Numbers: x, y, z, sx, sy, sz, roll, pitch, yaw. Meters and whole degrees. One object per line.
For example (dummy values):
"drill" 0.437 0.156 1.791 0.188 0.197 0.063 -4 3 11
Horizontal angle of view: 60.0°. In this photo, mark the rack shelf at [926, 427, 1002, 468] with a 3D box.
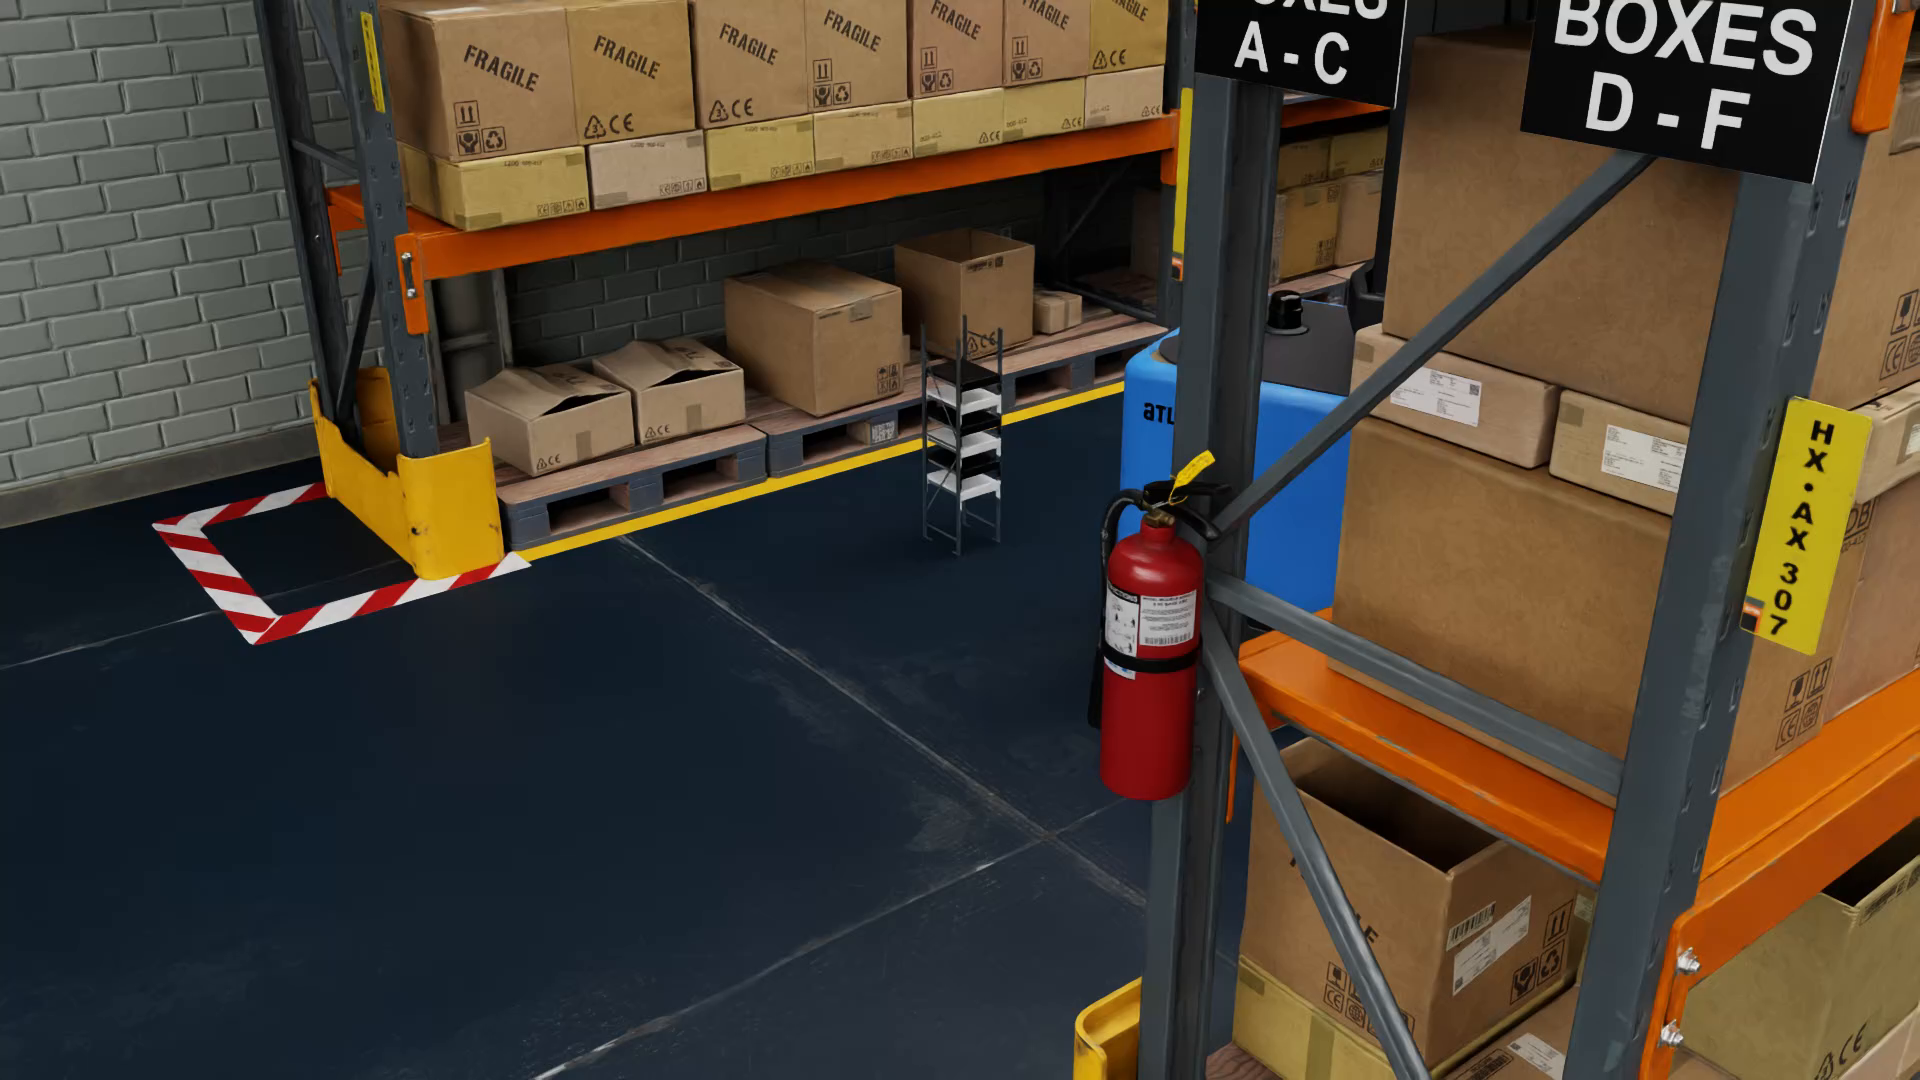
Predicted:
"rack shelf" 0.006 -0.380 6.579 0.200 0.077 0.258 -18 31 -34

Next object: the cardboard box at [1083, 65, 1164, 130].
"cardboard box" 0.627 -2.169 8.014 0.500 0.250 0.500 -18 30 -34

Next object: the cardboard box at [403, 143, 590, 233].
"cardboard box" -1.755 -1.375 6.303 0.500 0.250 0.500 -19 31 -35

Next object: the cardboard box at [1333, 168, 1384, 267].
"cardboard box" 2.184 -1.984 9.908 0.500 0.500 0.700 -18 30 -33

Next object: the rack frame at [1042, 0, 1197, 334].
"rack frame" 0.813 -2.451 8.468 0.127 3.000 1.000 -18 31 -34

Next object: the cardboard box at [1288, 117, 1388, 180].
"cardboard box" 2.134 -2.306 9.711 0.500 0.250 0.500 -19 31 -35

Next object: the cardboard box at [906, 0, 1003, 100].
"cardboard box" -0.160 -2.248 7.295 0.500 0.500 0.500 -19 31 -35

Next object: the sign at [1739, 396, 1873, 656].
"sign" 1.063 -0.015 2.097 0.005 0.325 0.100 -18 31 -34

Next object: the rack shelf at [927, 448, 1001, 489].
"rack shelf" 0.006 -0.298 6.617 0.200 0.077 0.258 -18 31 -34

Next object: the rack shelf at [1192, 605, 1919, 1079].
"rack shelf" 2.299 0.035 3.966 4.000 0.370 1.077 -18 31 -34

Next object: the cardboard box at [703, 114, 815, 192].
"cardboard box" -0.950 -1.645 6.885 0.500 0.250 0.500 -19 31 -35

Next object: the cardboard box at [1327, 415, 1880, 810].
"cardboard box" 1.100 0.066 2.927 0.500 0.500 0.700 -18 31 -34

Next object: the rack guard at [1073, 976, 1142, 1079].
"rack guard" 0.706 1.368 3.208 0.348 0.500 1.175 -18 31 -34

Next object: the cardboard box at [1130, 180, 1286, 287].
"cardboard box" 1.382 -1.714 9.326 0.500 0.500 0.700 -17 30 -32

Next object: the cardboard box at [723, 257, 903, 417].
"cardboard box" -0.678 -0.950 7.680 0.500 0.500 0.700 -21 32 -37

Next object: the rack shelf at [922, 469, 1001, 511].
"rack shelf" 0.006 -0.217 6.655 0.200 0.077 0.258 -18 31 -34

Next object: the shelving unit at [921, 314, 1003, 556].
"shelving unit" 0.006 -0.410 6.565 0.210 0.900 0.258 -18 31 -34

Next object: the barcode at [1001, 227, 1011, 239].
"barcode" 0.240 -1.601 8.704 0.075 0.075 0.001 -18 31 -34

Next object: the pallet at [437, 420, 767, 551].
"pallet" -1.614 -0.366 7.288 1.213 0.211 1.003 -18 31 -34

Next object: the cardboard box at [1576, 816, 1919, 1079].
"cardboard box" 1.677 0.748 3.451 0.500 0.500 0.500 -18 31 -34

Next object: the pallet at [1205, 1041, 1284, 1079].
"pallet" 1.301 1.280 3.741 1.213 0.211 1.003 -18 31 -34

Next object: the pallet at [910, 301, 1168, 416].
"pallet" 0.306 -1.000 8.654 1.213 0.211 1.003 -18 31 -34

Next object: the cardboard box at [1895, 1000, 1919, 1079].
"cardboard box" 2.069 0.958 3.889 0.500 0.250 0.500 -18 31 -34

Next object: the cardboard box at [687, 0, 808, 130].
"cardboard box" -0.968 -1.975 6.706 0.500 0.500 0.500 -19 31 -36

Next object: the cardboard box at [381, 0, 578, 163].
"cardboard box" -1.774 -1.718 6.152 0.500 0.500 0.500 -18 31 -34

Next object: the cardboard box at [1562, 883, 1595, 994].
"cardboard box" 1.351 0.914 3.986 0.500 0.250 0.500 -18 31 -34

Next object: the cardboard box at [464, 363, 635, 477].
"cardboard box" -1.735 -0.542 7.026 0.500 0.311 0.500 -23 33 -40

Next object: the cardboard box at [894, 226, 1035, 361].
"cardboard box" 0.021 -1.234 8.292 0.500 0.500 0.500 -21 32 -38

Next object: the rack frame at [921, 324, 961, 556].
"rack frame" -0.074 -0.384 6.508 0.006 0.900 0.240 -18 31 -34

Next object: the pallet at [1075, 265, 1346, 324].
"pallet" 1.425 -1.389 9.492 1.213 0.211 1.003 -18 31 -34

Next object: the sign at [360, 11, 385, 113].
"sign" -2.000 -1.625 5.660 0.005 0.325 0.100 -18 31 -34

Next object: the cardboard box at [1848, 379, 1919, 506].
"cardboard box" 1.373 -0.212 2.754 0.250 0.149 0.380 -19 31 -35

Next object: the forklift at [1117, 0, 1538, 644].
"forklift" 2.060 -0.804 5.002 3.031 2.935 1.130 14 28 28

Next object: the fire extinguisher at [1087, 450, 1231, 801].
"fire extinguisher" 0.345 0.140 2.977 0.183 0.674 0.296 -18 31 -34

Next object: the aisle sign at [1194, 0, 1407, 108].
"aisle sign" 0.492 -1.031 2.321 0.004 0.787 0.394 -18 31 -34

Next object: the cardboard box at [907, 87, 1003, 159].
"cardboard box" -0.156 -1.906 7.449 0.500 0.250 0.500 -18 31 -34

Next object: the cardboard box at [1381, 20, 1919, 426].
"cardboard box" 1.142 -0.537 2.683 0.500 0.500 0.700 -18 30 -34

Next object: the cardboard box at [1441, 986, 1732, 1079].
"cardboard box" 1.284 1.219 3.327 0.500 0.250 0.500 -18 31 -34

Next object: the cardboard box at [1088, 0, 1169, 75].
"cardboard box" 0.632 -2.507 7.852 0.500 0.500 0.500 -18 31 -34

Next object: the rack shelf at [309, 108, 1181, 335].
"rack shelf" -0.761 -1.605 7.500 4.000 0.370 1.077 -18 31 -34
